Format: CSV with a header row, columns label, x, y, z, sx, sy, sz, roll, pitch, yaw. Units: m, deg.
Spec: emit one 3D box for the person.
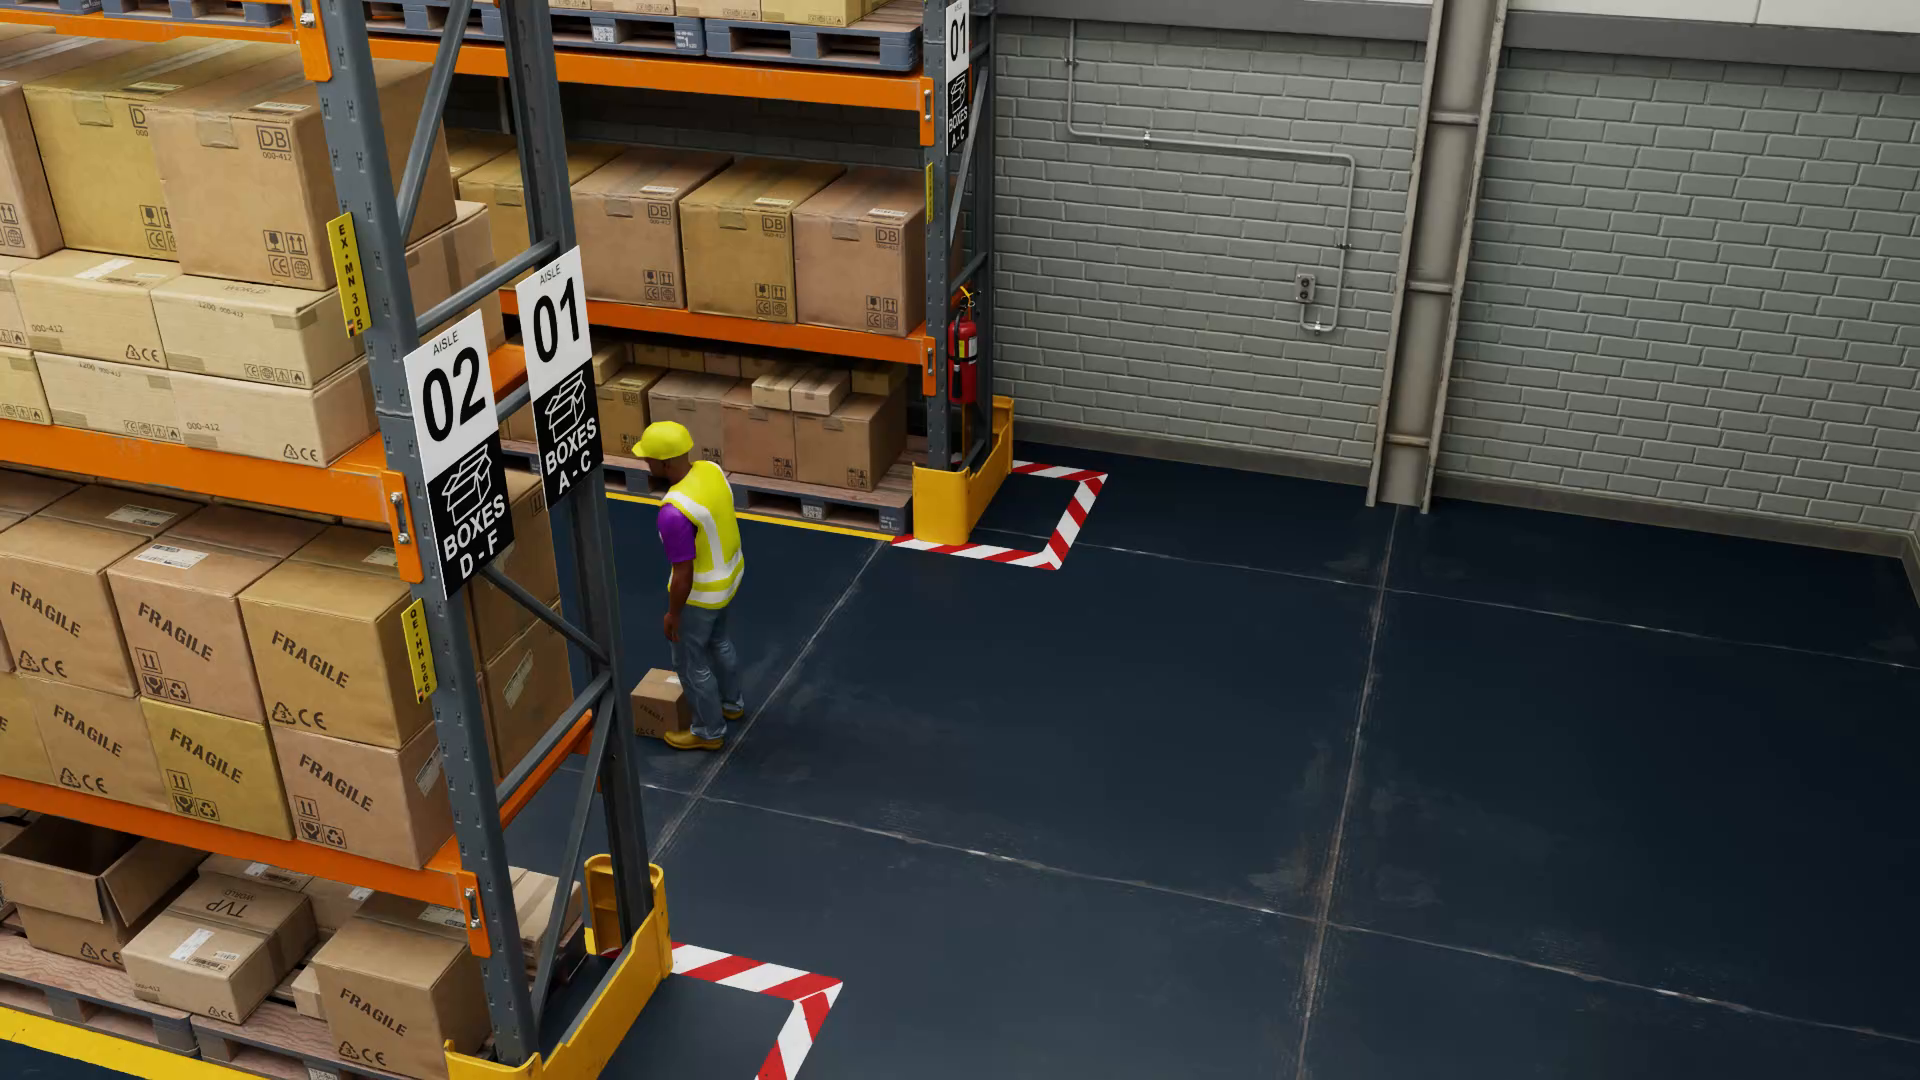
label,x,y,z,sx,sy,sz,roll,pitch,yaw
person,-1.293,0.218,8.099,0.462,1.759,0.633,7,30,12
